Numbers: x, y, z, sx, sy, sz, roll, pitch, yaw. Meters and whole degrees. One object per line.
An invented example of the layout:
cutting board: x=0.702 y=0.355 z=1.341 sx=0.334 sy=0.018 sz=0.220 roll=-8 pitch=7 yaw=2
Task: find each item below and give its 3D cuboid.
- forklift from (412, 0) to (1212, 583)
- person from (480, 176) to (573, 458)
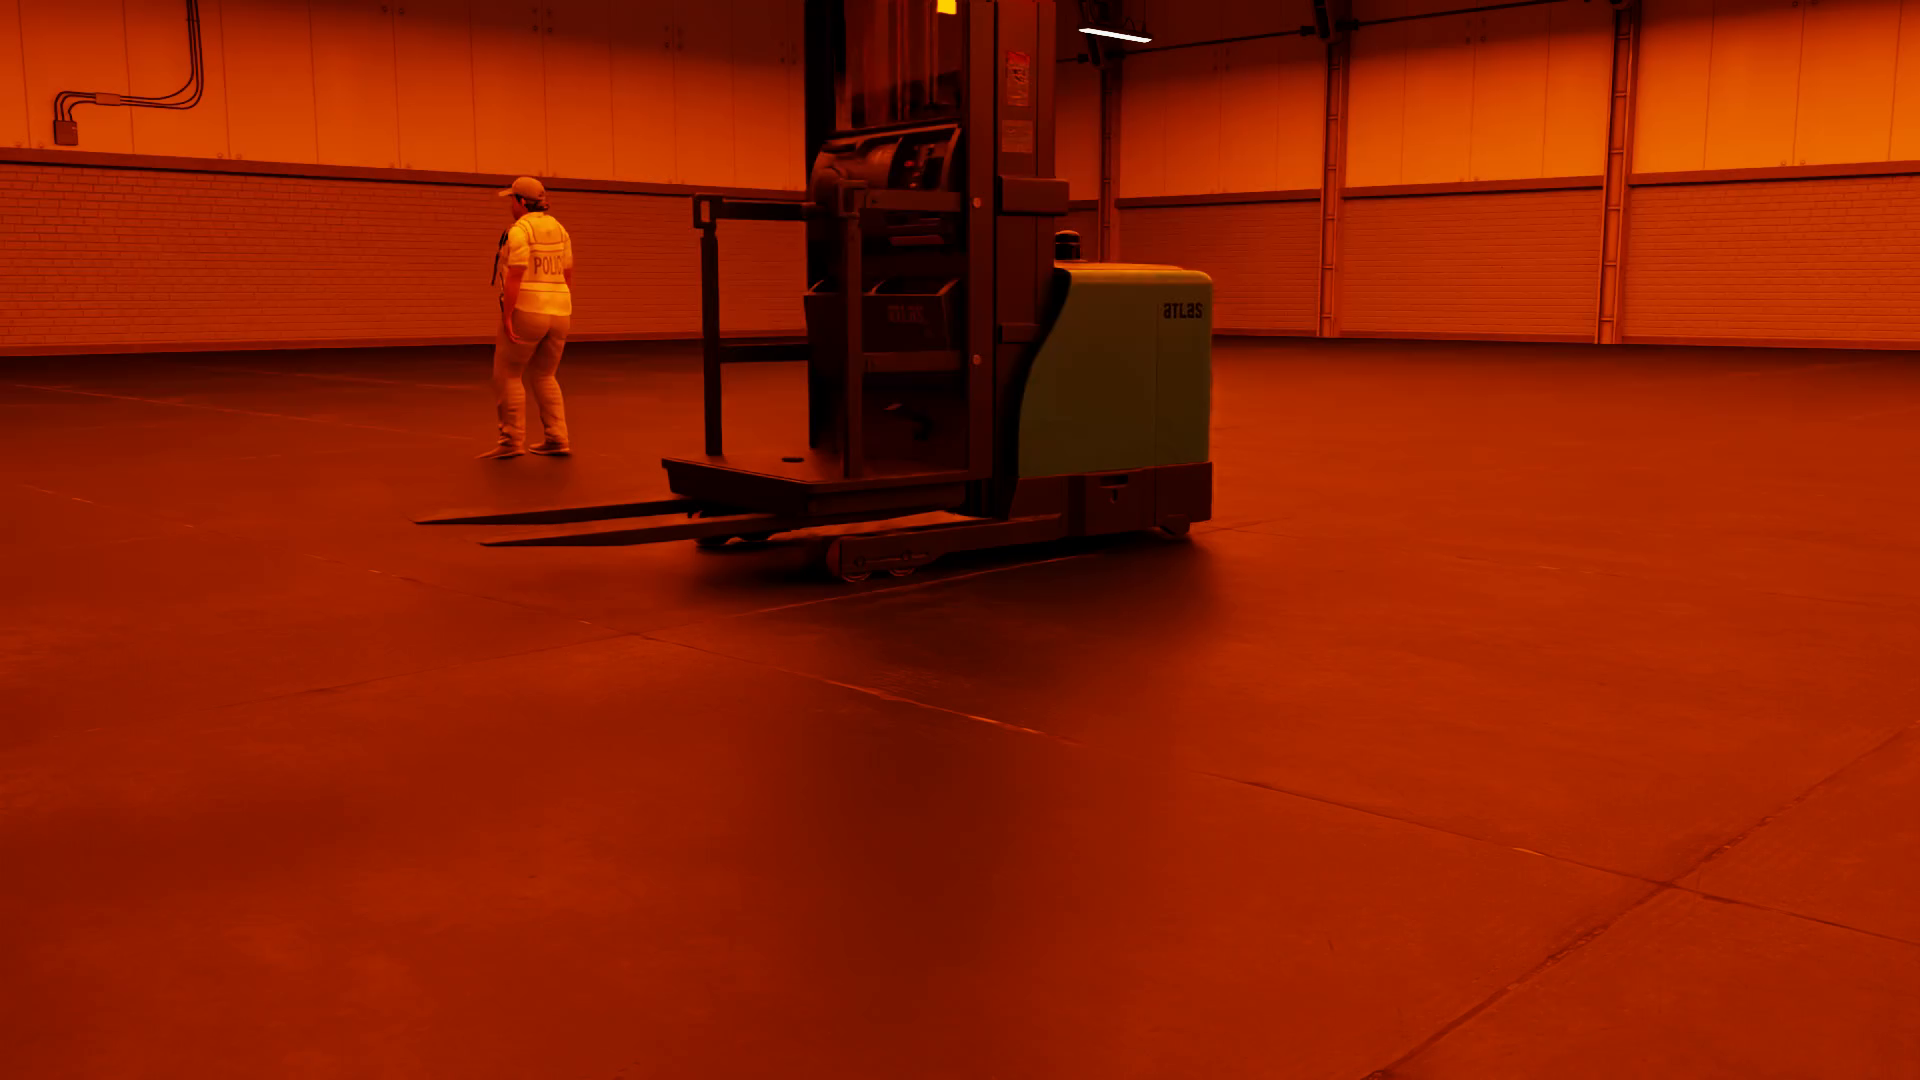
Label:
forklift: x=-0.454 y=-1.390 z=6.104 sx=3.031 sy=2.935 sz=1.130 roll=-6 pitch=11 yaw=-37
person: x=-2.600 y=-1.319 z=9.999 sx=0.486 sy=1.693 sz=0.555 roll=4 pitch=10 yaw=27
